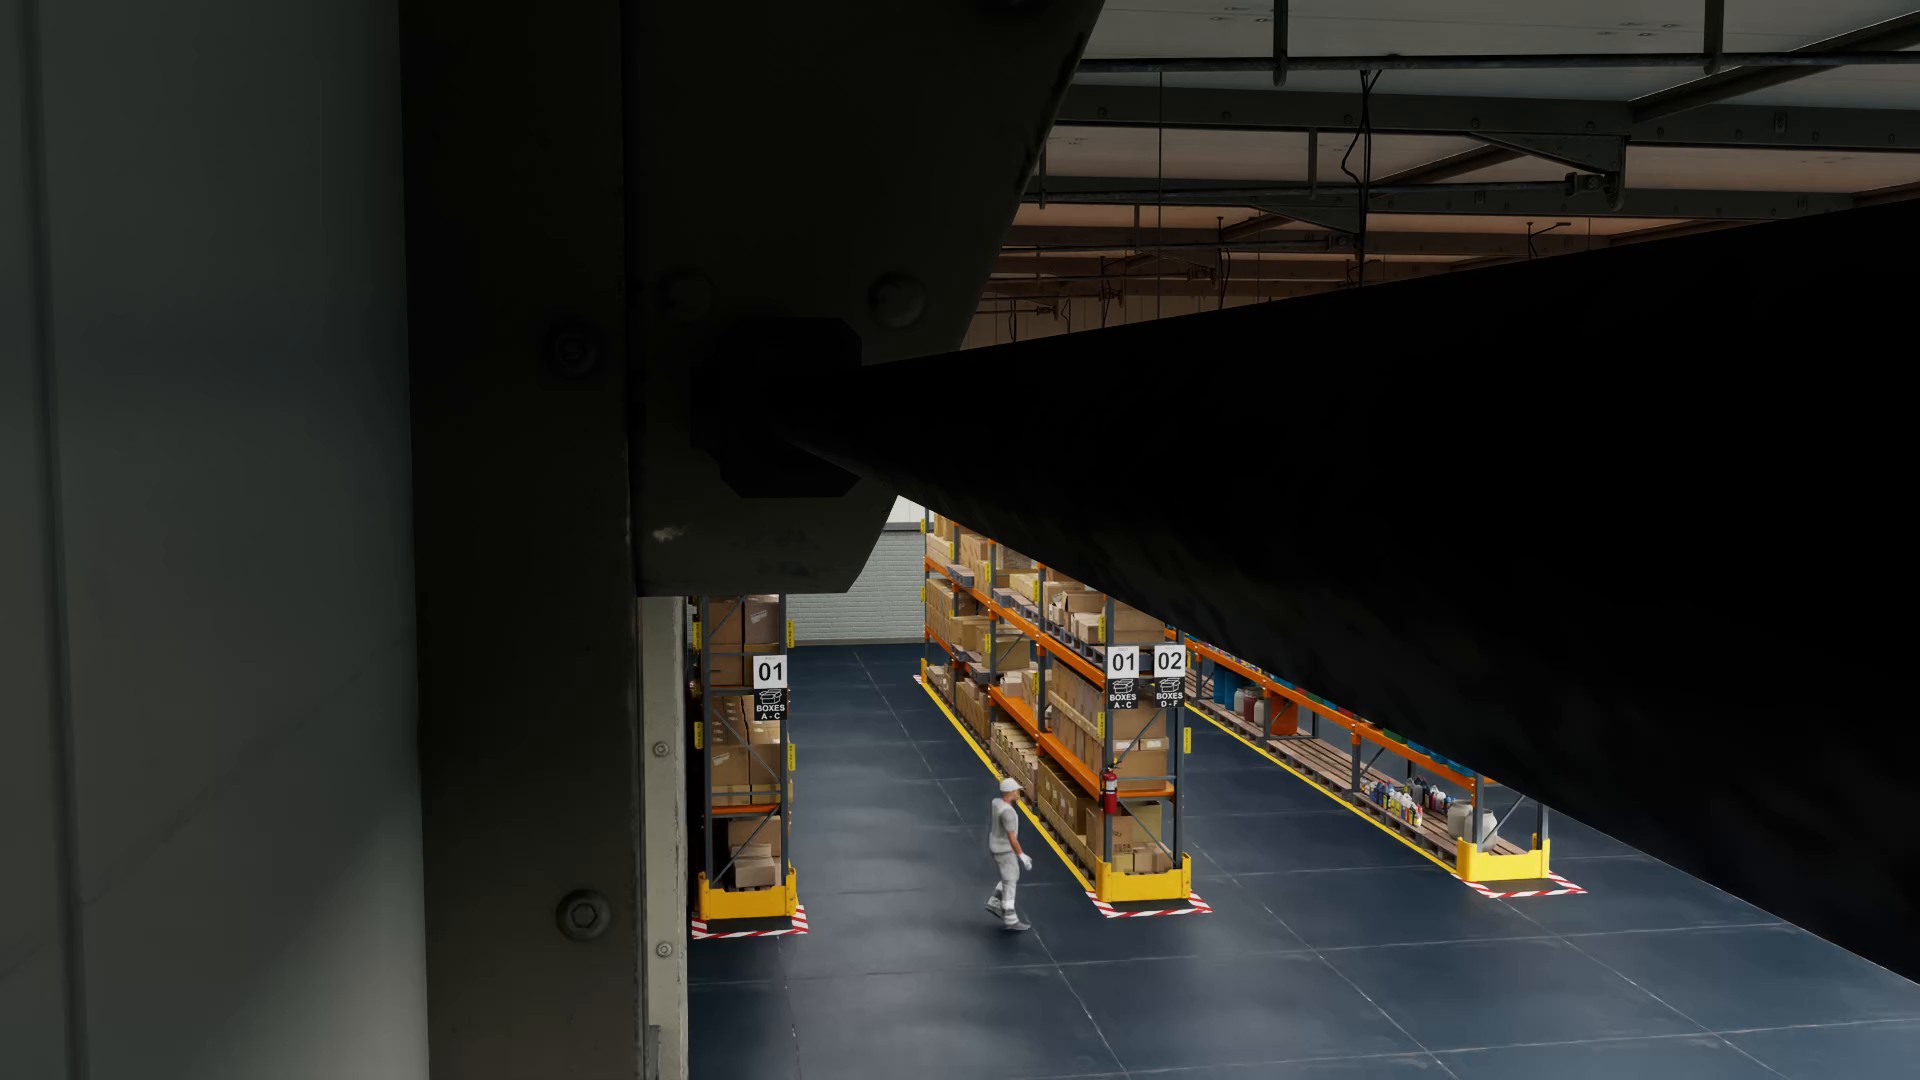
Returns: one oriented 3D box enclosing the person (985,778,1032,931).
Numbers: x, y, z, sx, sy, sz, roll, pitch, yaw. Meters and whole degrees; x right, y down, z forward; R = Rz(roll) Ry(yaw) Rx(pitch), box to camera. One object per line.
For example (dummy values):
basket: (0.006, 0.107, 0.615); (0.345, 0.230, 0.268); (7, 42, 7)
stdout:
person: (0.561, 3.708, 19.742); (0.506, 1.786, 0.750); (-1, 5, -8)

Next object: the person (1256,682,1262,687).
person: (6.368, 2.385, 34.751); (0.428, 1.769, 0.622); (-5, 7, -43)
